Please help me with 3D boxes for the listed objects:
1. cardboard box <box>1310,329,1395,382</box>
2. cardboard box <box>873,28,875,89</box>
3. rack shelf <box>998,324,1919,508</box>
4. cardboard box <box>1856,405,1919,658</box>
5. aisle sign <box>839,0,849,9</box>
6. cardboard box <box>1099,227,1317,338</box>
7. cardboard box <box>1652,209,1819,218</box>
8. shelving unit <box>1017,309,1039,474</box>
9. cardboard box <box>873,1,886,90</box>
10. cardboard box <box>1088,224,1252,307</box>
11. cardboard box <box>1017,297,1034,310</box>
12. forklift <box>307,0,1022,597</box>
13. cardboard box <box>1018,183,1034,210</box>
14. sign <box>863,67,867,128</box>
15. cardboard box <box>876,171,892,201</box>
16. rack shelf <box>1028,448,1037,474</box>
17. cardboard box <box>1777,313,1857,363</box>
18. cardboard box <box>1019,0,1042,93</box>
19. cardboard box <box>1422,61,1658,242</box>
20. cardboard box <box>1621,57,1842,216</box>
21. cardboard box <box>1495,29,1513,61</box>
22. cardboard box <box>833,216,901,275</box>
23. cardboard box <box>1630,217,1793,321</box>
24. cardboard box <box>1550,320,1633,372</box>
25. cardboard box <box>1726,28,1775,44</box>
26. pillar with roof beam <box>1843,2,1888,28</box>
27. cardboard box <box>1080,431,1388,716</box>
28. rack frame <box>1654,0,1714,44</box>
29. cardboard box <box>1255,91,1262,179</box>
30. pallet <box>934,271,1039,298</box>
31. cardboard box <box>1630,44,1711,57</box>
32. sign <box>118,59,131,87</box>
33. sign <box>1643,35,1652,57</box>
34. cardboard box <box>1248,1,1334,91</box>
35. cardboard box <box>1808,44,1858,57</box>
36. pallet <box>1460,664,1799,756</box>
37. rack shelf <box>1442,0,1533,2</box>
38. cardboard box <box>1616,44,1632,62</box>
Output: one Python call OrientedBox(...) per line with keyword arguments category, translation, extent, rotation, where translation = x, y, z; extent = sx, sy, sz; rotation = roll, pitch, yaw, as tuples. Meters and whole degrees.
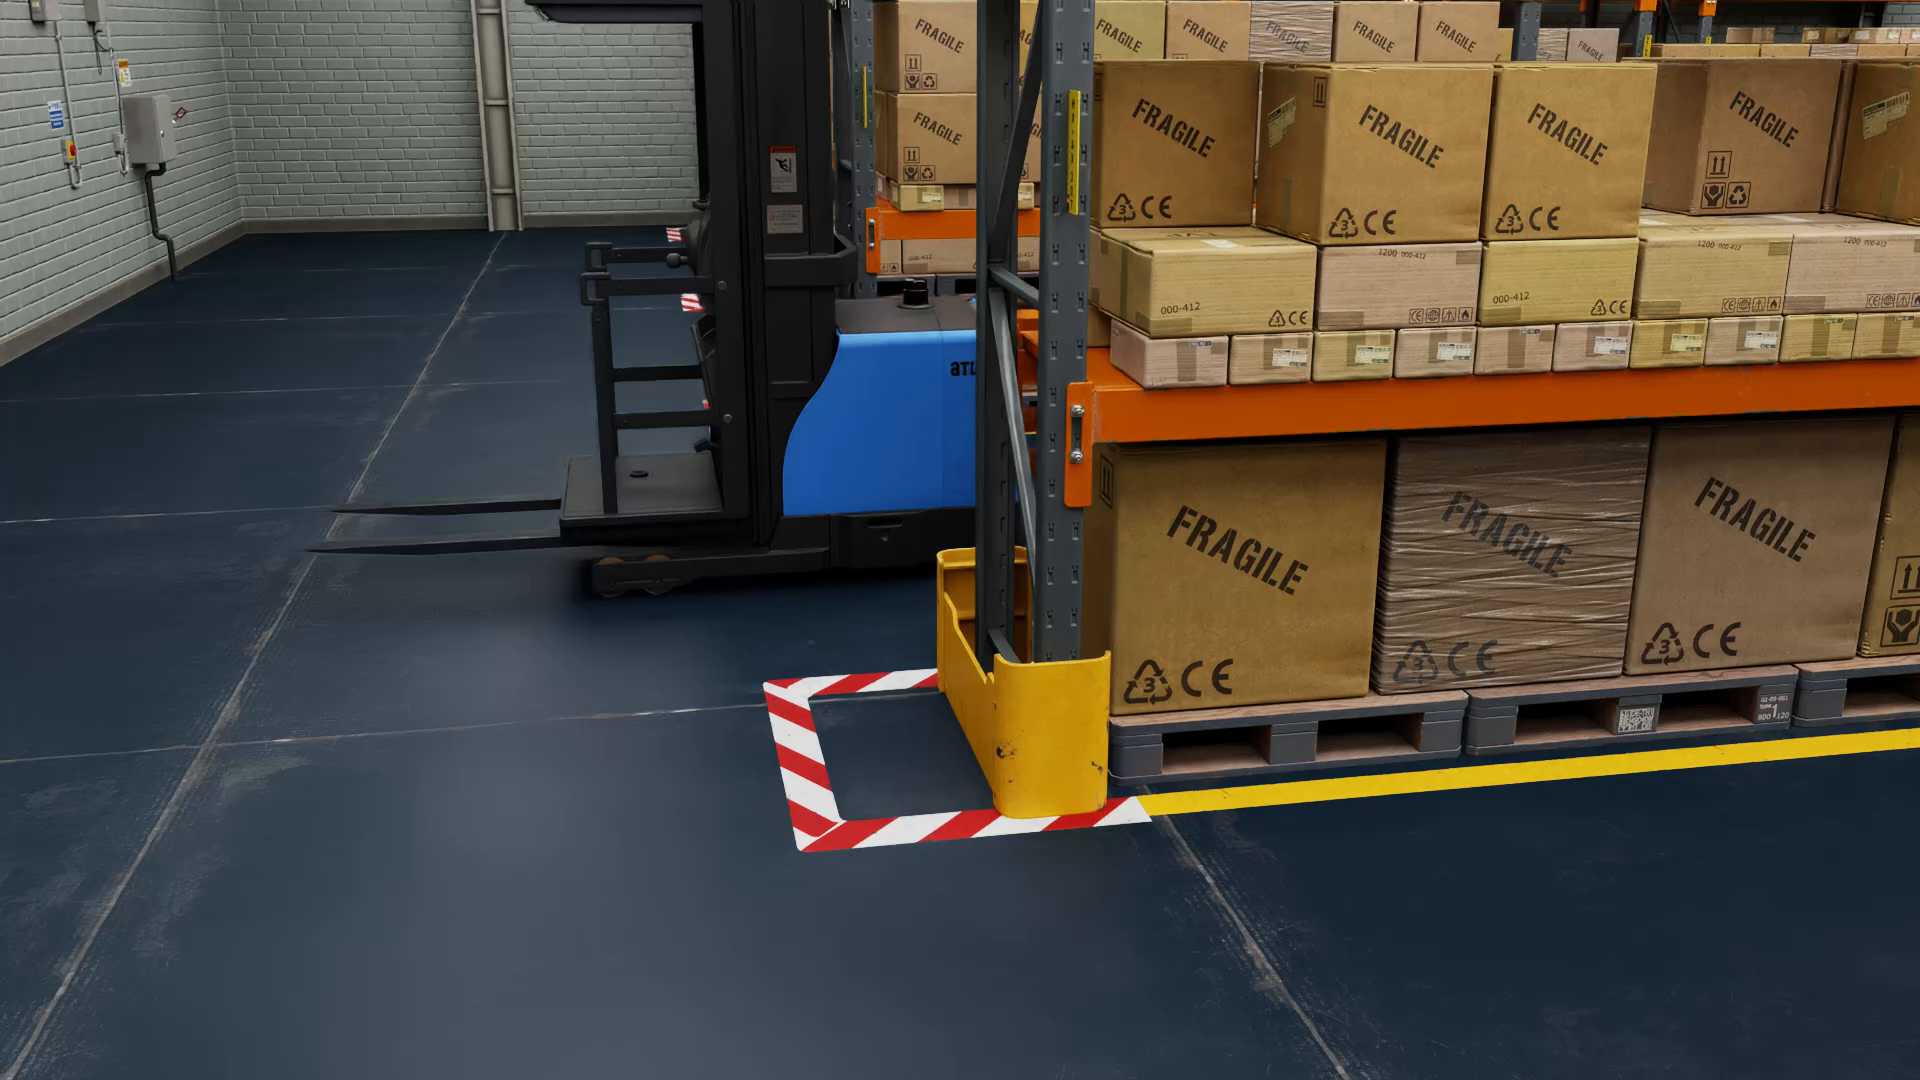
OrientedBox(category="cardboard box", translation=(1.123, -0.595, 5.070), extent=(0.250, 0.149, 0.380), rotation=(-4, 17, -12))
OrientedBox(category="cardboard box", translation=(-0.640, -4.120, 14.243), extent=(0.500, 0.500, 0.500), rotation=(-4, 17, -12))
OrientedBox(category="rack shelf", translation=(2.173, -0.529, 5.652), extent=(4.000, 0.370, 1.077), rotation=(-3, 17, -10))
OrientedBox(category="cardboard box", translation=(3.473, -0.156, 6.114), extent=(0.875, 0.875, 0.875), rotation=(-3, 17, -10))
OrientedBox(category="aisle sign", translation=(-0.647, -3.349, 9.181), extent=(0.004, 0.787, 0.394), rotation=(-3, 17, -10))
OrientedBox(category="cardboard box", translation=(0.732, -0.781, 4.995), extent=(0.500, 0.250, 0.500), rotation=(-4, 17, -12))
OrientedBox(category="cardboard box", translation=(2.629, -1.048, 5.863), extent=(0.500, 0.250, 0.500), rotation=(-3, 17, -9))
OrientedBox(category="shelving unit", translation=(0.453, -0.600, 7.720), extent=(0.503, 1.200, 0.258), rotation=(-3, 17, -11))
OrientedBox(category="cardboard box", translation=(-0.230, -2.962, 9.968), extent=(0.500, 0.500, 0.500), rotation=(-4, 17, -12))
OrientedBox(category="cardboard box", translation=(0.635, -0.936, 5.499), extent=(0.500, 0.250, 0.500), rotation=(-4, 17, -11))
OrientedBox(category="cardboard box", translation=(0.327, -1.471, 10.618), extent=(0.250, 0.149, 0.380), rotation=(-4, 17, -12))
OrientedBox(category="forklift", translation=(-1.294, -1.327, 7.141), extent=(3.031, 2.935, 1.130), rotation=(-3, 17, -11))
OrientedBox(category="cardboard box", translation=(0.264, -2.026, 9.729), extent=(0.250, 0.149, 0.380), rotation=(-4, 17, -12))
OrientedBox(category="sign", translation=(-0.529, -2.455, 9.221), extent=(0.005, 0.325, 0.100), rotation=(-3, 17, -10))
OrientedBox(category="cardboard box", translation=(-0.366, -2.177, 10.218), extent=(0.250, 0.149, 0.380), rotation=(-3, 17, -10))
OrientedBox(category="rack shelf", translation=(0.453, -0.345, 7.798), extent=(0.480, 0.148, 0.258), rotation=(-3, 17, -11))
OrientedBox(category="cardboard box", translation=(2.638, -0.681, 5.350), extent=(0.250, 0.149, 0.380), rotation=(-4, 17, -11))
OrientedBox(category="cardboard box", translation=(0.353, -2.844, 9.582), extent=(0.500, 0.500, 0.500), rotation=(-3, 17, -9))
OrientedBox(category="cardboard box", translation=(1.730, -1.198, 5.076), extent=(0.500, 0.500, 0.500), rotation=(-4, 17, -12))
OrientedBox(category="cardboard box", translation=(2.623, -1.405, 5.749), extent=(0.500, 0.500, 0.500), rotation=(-4, 17, -12))
OrientedBox(category="cardboard box", translation=(4.735, -4.429, 15.250), extent=(0.500, 0.500, 0.500), rotation=(-3, 17, -10))
OrientedBox(category="cardboard box", translation=(-1.042, -2.660, 15.013), extent=(0.875, 0.438, 0.875), rotation=(-4, 17, -12))
OrientedBox(category="cardboard box", translation=(2.246, -0.870, 5.283), extent=(0.500, 0.250, 0.500), rotation=(-4, 17, -12))
OrientedBox(category="cardboard box", translation=(1.882, -0.639, 5.210), extent=(0.250, 0.149, 0.380), rotation=(-3, 17, -11))
OrientedBox(category="cardboard box", translation=(7.737, -4.938, 16.282), extent=(0.250, 0.149, 0.380), rotation=(-4, 18, -13))
OrientedBox(category="pillar with roof beam", translation=(13.055, -7.788, 17.843), extent=(0.400, 9.000, 9.100), rotation=(-3, 17, -10))
OrientedBox(category="cardboard box", translation=(0.822, -0.006, 5.625), extent=(0.875, 0.875, 0.875), rotation=(-3, 17, -10))
OrientedBox(category="rack frame", translation=(9.166, -5.718, 21.319), extent=(0.127, 3.000, 1.000), rotation=(-3, 17, -10))
OrientedBox(category="cardboard box", translation=(1.875, -2.446, 9.989), extent=(0.500, 0.500, 0.500), rotation=(-3, 17, -11))
OrientedBox(category="pallet", translation=(0.295, -2.420, 15.330), extent=(1.213, 0.211, 1.003), rotation=(-3, 17, -10))
OrientedBox(category="cardboard box", translation=(6.670, -4.413, 15.680), extent=(0.500, 0.500, 0.500), rotation=(-4, 17, -12))
OrientedBox(category="sign", translation=(-7.651, -4.279, 15.227), extent=(0.001, 0.242, 0.339), rotation=(-3, 17, -10))
OrientedBox(category="sign", translation=(6.292, -4.458, 15.245), extent=(0.005, 0.325, 0.100), rotation=(-3, 17, -10))
OrientedBox(category="cardboard box", translation=(1.873, -2.929, 9.860), extent=(0.500, 0.500, 0.500), rotation=(-3, 17, -9))
OrientedBox(category="cardboard box", translation=(8.193, -4.502, 15.967), extent=(0.500, 0.500, 0.500), rotation=(-4, 18, -13))
OrientedBox(category="pallet", translation=(2.175, 0.437, 6.029), extent=(1.213, 0.211, 1.003), rotation=(-3, 17, -10))
OrientedBox(category="rack shelf", translation=(1.331, -3.399, 9.885), extent=(4.000, 0.370, 1.077), rotation=(-3, 17, -10))
OrientedBox(category="cardboard box", translation=(6.577, -4.560, 16.159), extent=(0.500, 0.500, 0.500), rotation=(-4, 17, -12))
